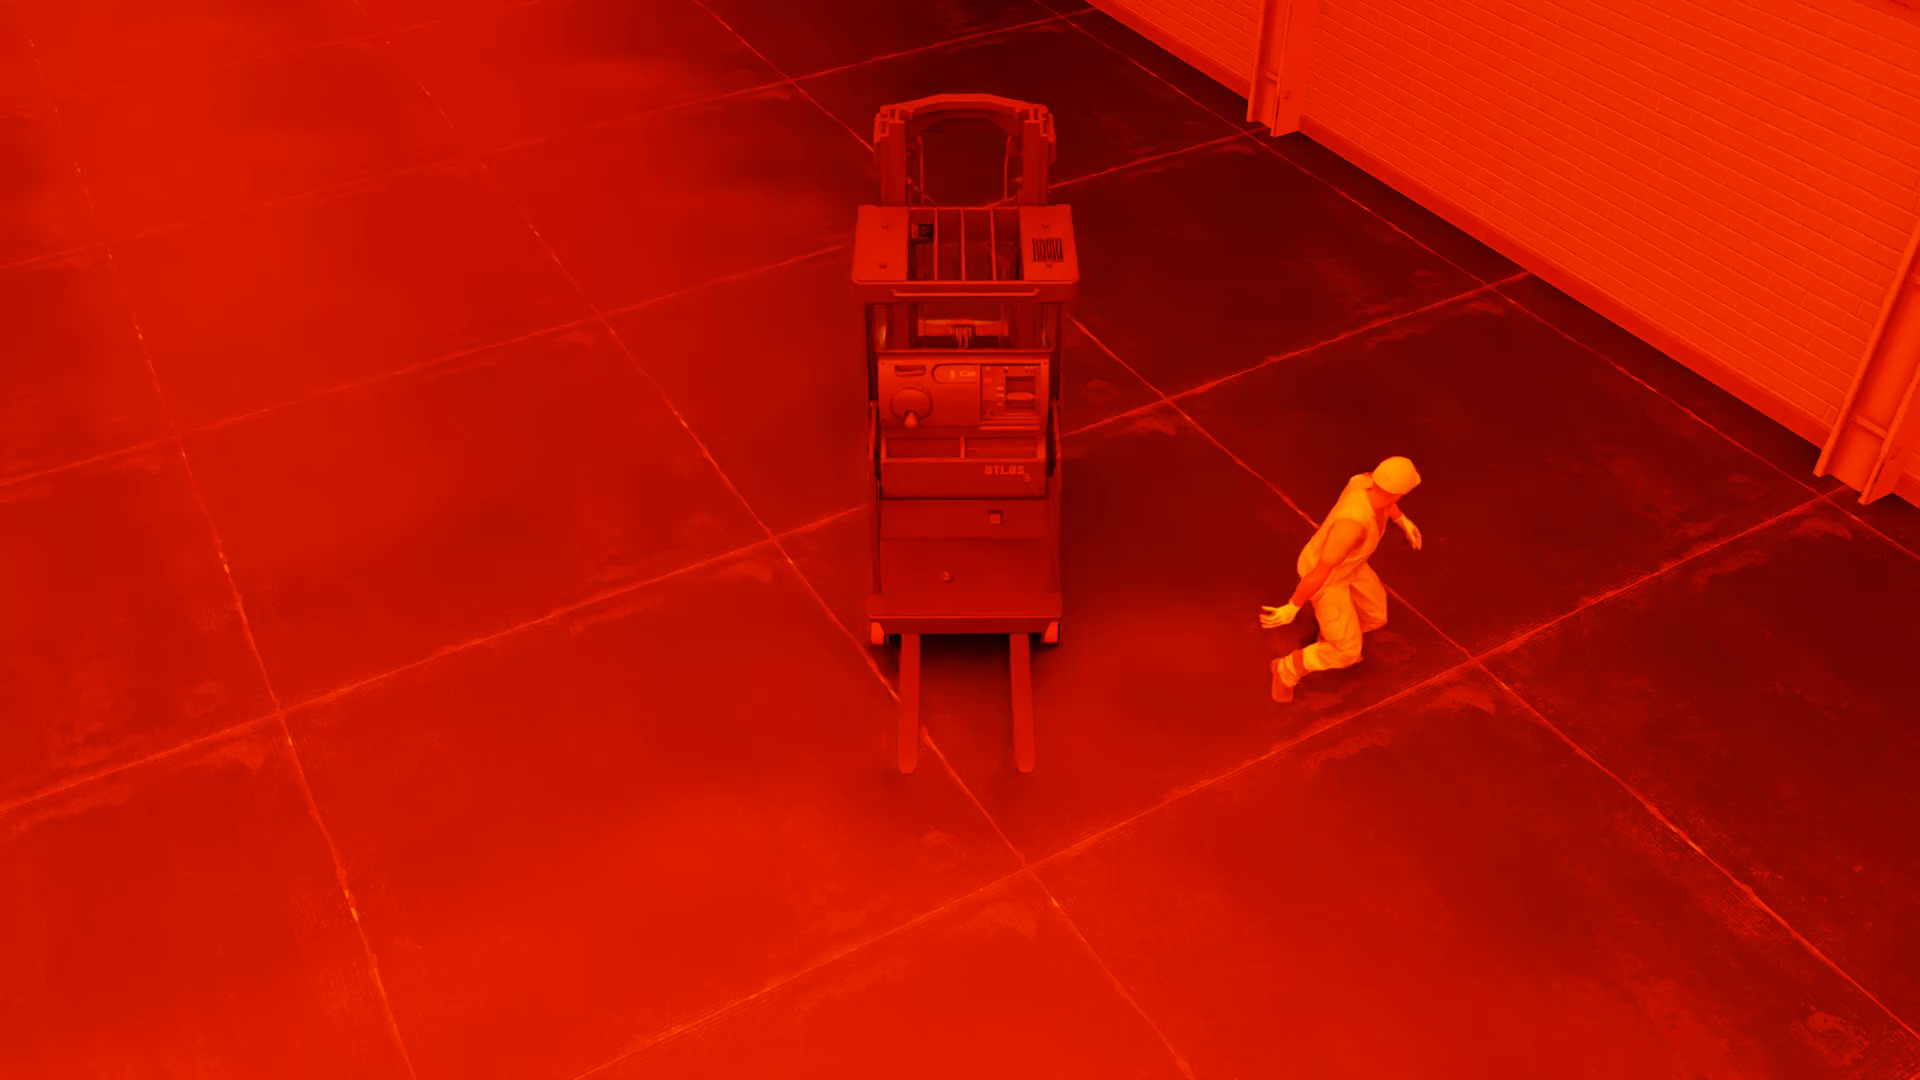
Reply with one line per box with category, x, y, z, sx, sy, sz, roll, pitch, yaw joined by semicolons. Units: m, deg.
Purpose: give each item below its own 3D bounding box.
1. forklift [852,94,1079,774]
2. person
forklift;0.024;-0.727;8.913;1.130;2.935;3.031;0;40;0
person;2.026;0.222;8.863;0.502;1.656;1.027;26;46;28
